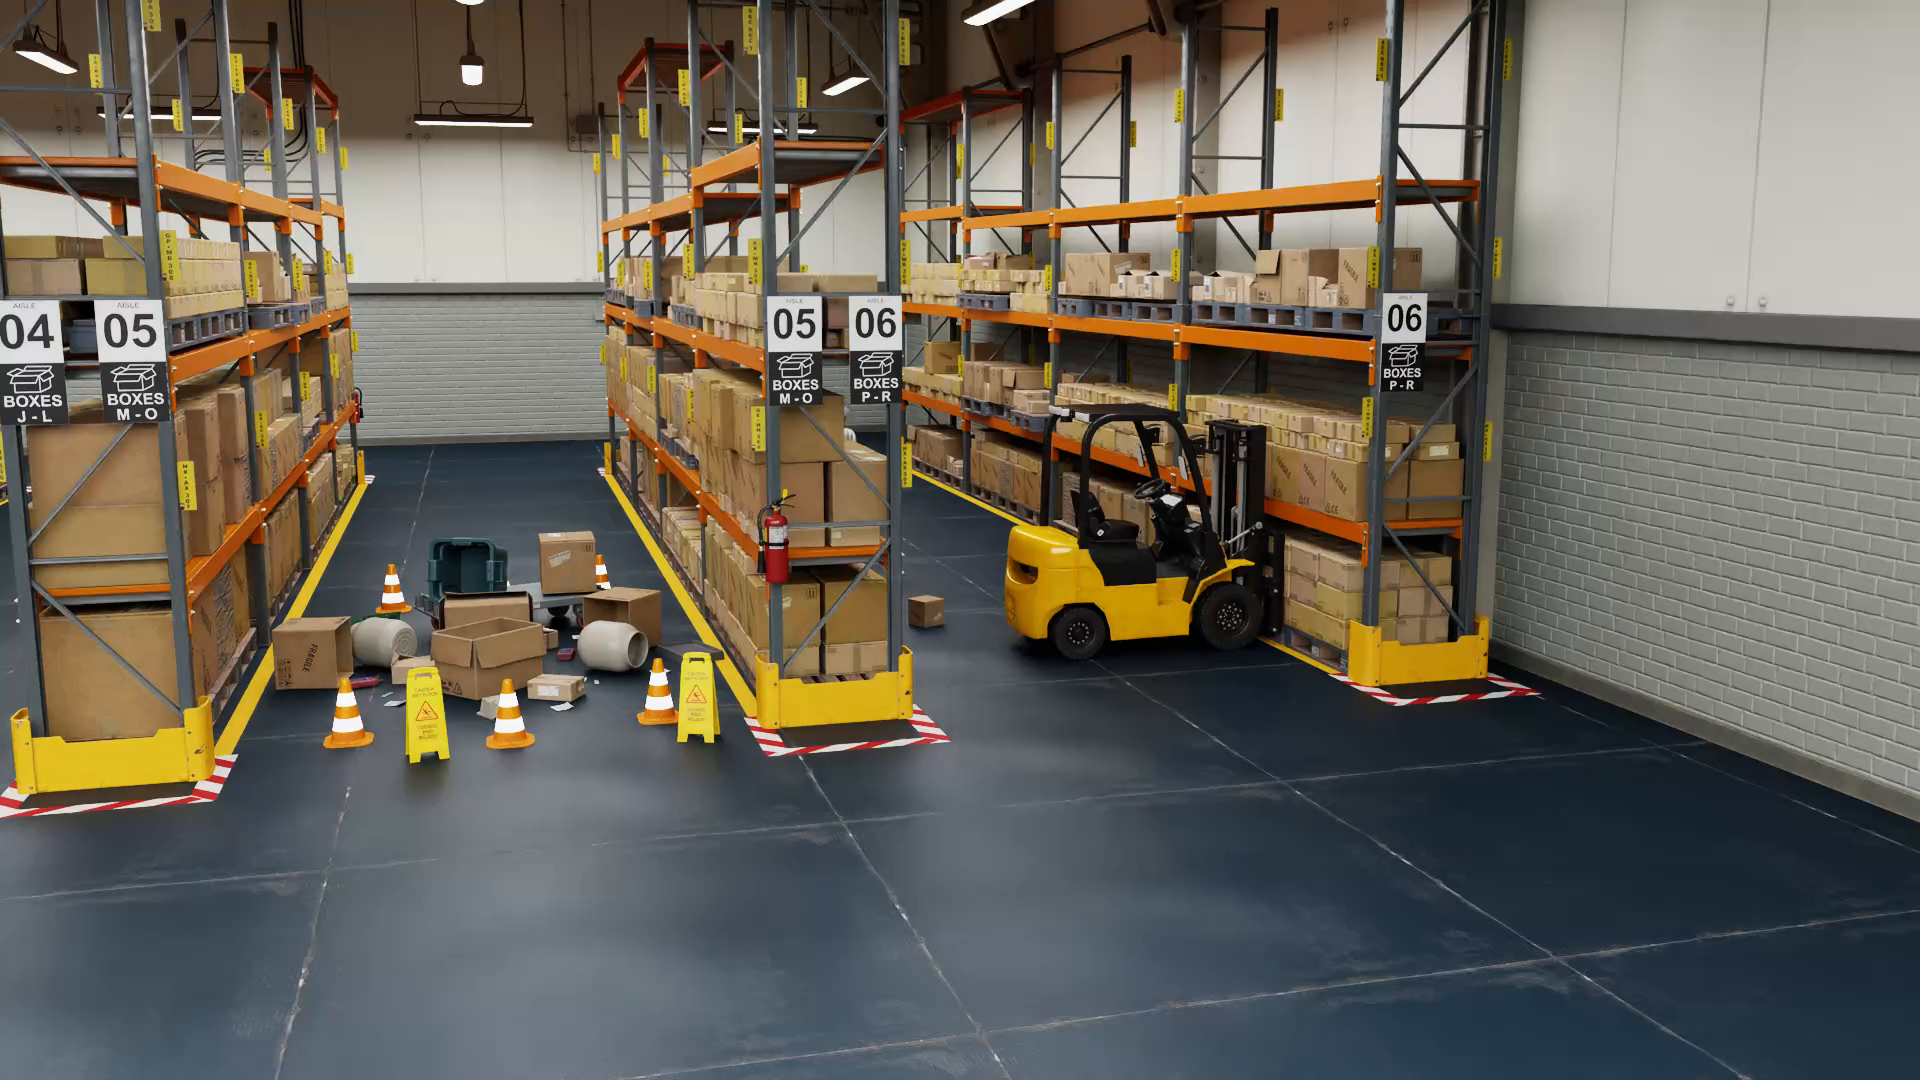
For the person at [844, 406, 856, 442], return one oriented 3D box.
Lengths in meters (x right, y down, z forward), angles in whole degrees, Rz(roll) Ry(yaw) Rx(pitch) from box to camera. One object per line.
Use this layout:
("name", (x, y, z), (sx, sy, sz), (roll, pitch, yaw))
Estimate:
("person", (-1.525, -0.857, 20.859), (0.486, 1.676, 0.636), (-4, 10, -21))
